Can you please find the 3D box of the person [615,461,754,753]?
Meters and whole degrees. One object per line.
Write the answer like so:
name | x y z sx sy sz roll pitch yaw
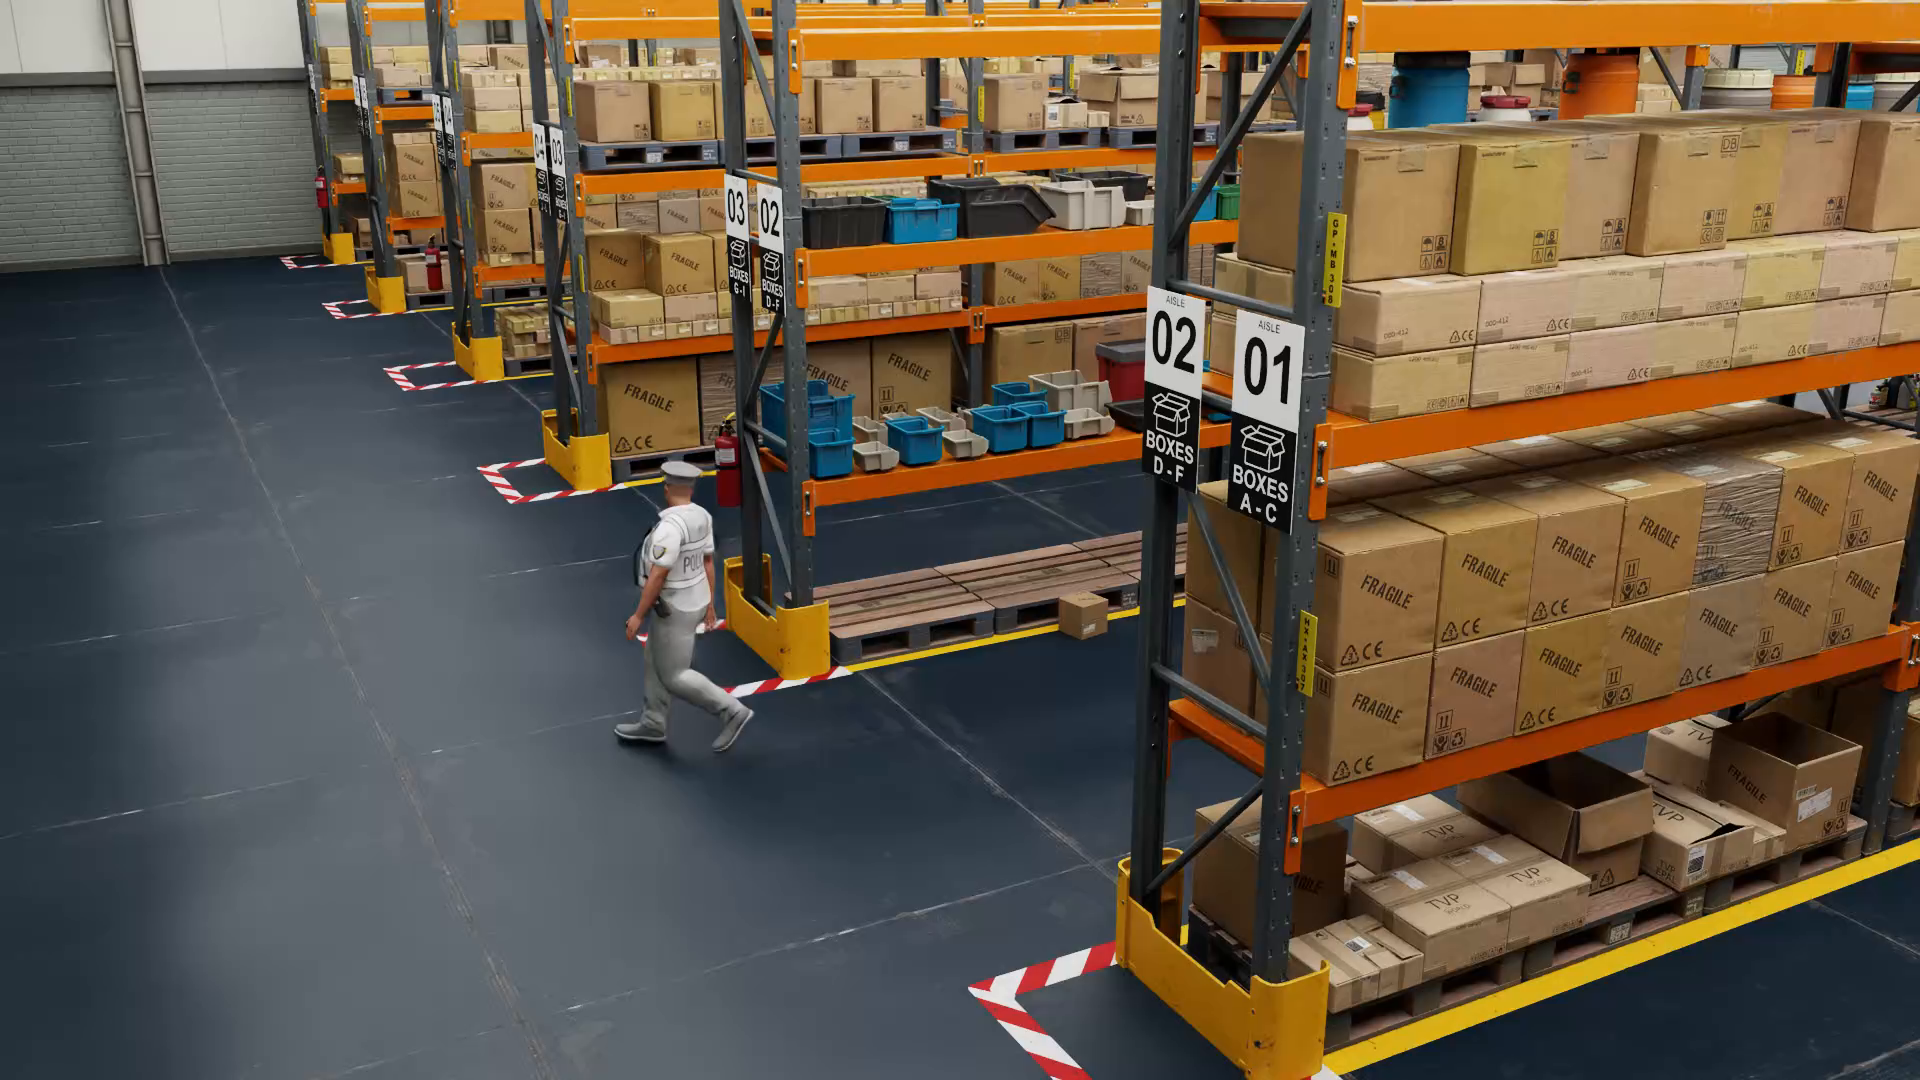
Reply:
person | -1.652 0.404 9.821 0.910 1.704 0.612 3 19 9
